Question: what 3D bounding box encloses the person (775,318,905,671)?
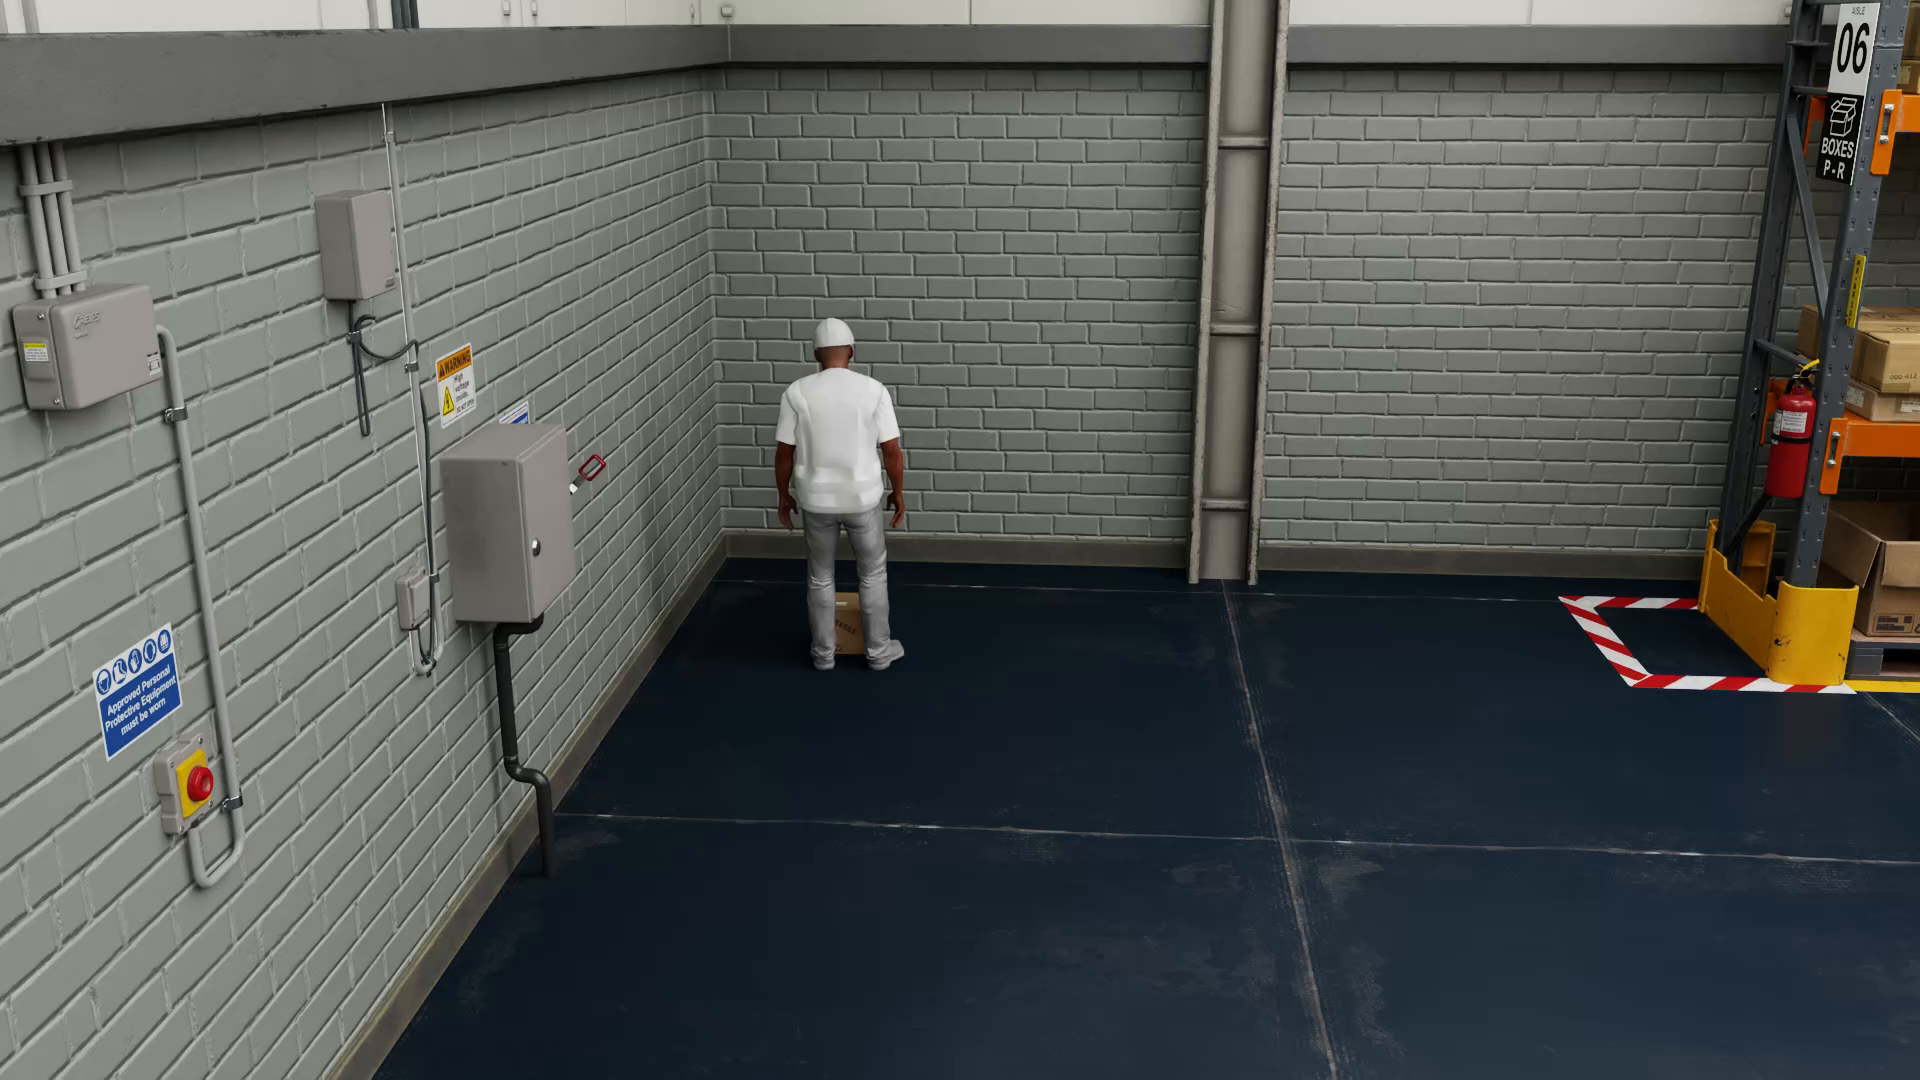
[{"bbox_3d":[-0.588,-0.216,8.212,0.633,1.759,0.462,0,17,1],"label":"person"}]
